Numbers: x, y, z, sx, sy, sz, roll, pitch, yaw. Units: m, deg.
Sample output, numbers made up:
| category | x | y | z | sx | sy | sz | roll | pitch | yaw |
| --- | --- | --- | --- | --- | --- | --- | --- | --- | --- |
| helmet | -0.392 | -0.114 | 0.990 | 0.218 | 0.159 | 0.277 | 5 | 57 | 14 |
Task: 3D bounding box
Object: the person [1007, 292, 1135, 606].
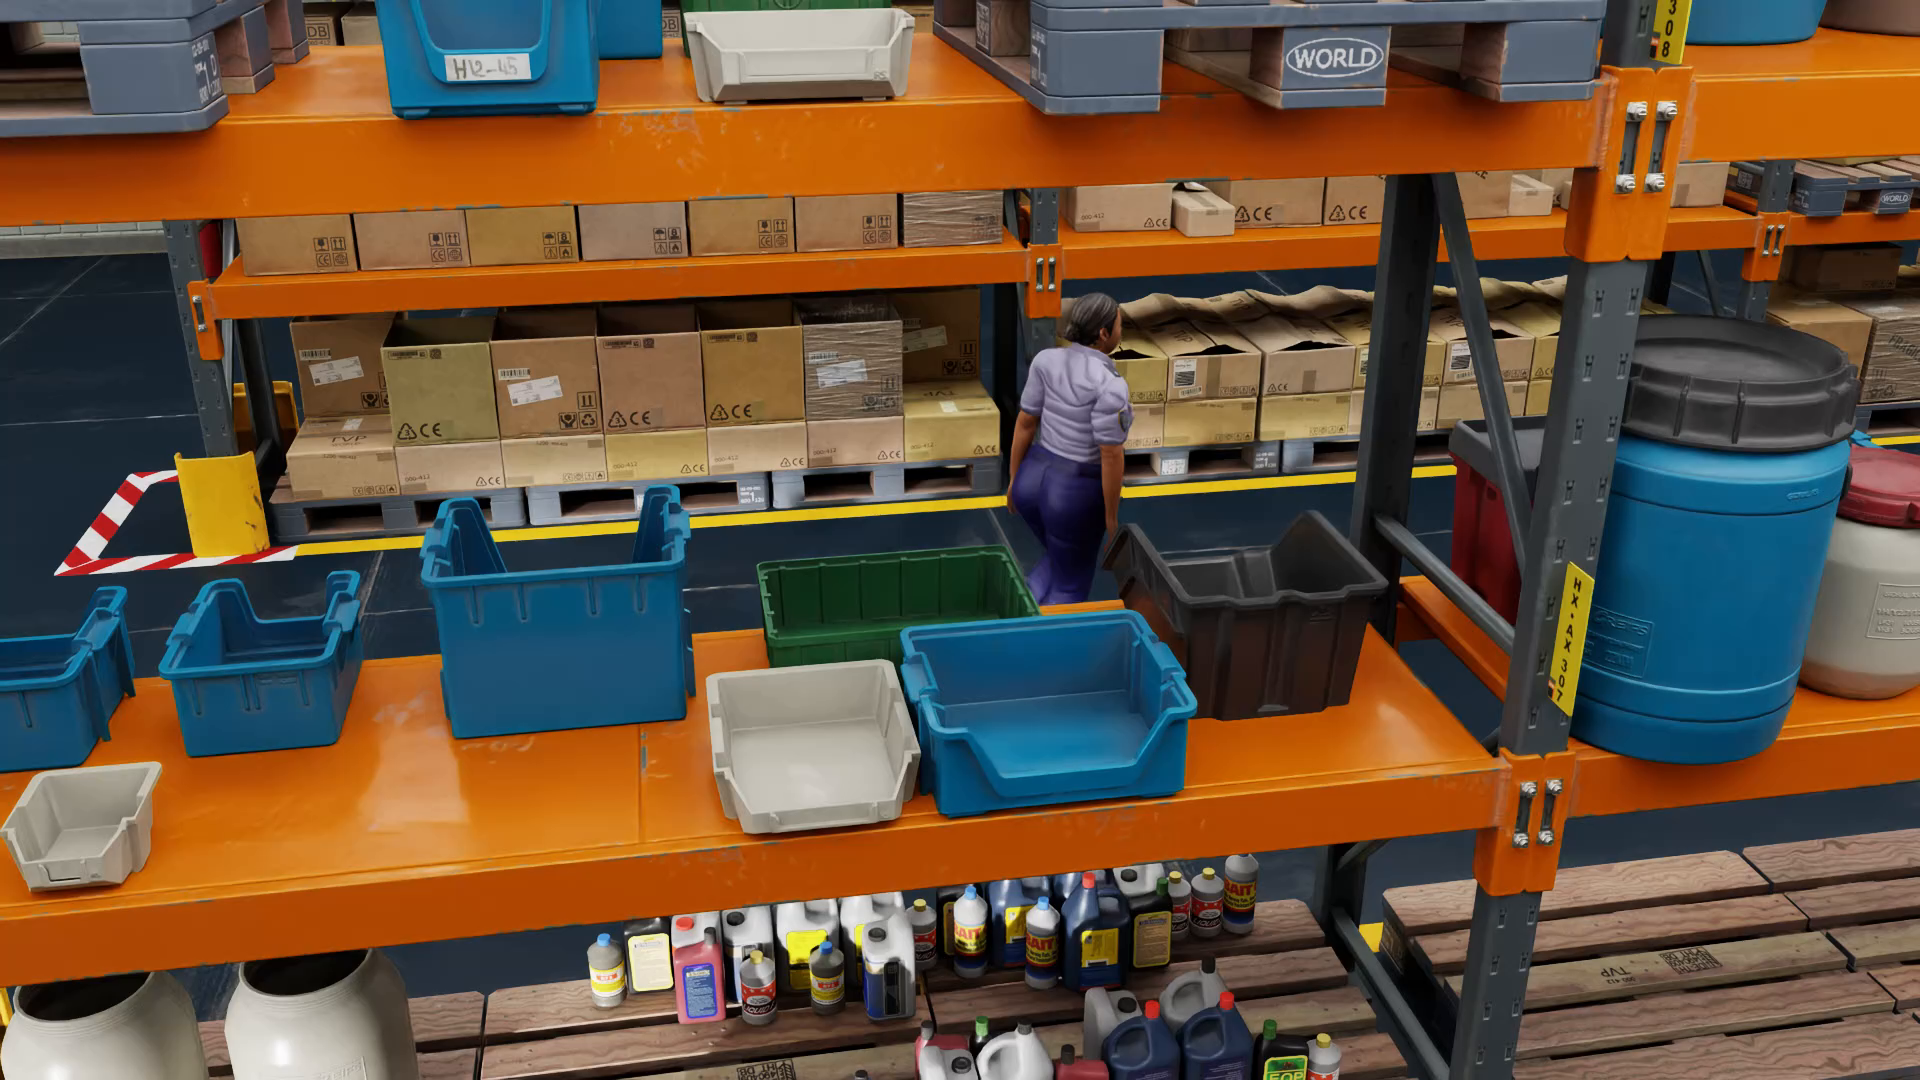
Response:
| category | x | y | z | sx | sy | sz | roll | pitch | yaw |
| --- | --- | --- | --- | --- | --- | --- | --- | --- | --- |
| person | 0.423 | -0.157 | 6.460 | 0.461 | 1.639 | 0.533 | -19 | 30 | -37 |
